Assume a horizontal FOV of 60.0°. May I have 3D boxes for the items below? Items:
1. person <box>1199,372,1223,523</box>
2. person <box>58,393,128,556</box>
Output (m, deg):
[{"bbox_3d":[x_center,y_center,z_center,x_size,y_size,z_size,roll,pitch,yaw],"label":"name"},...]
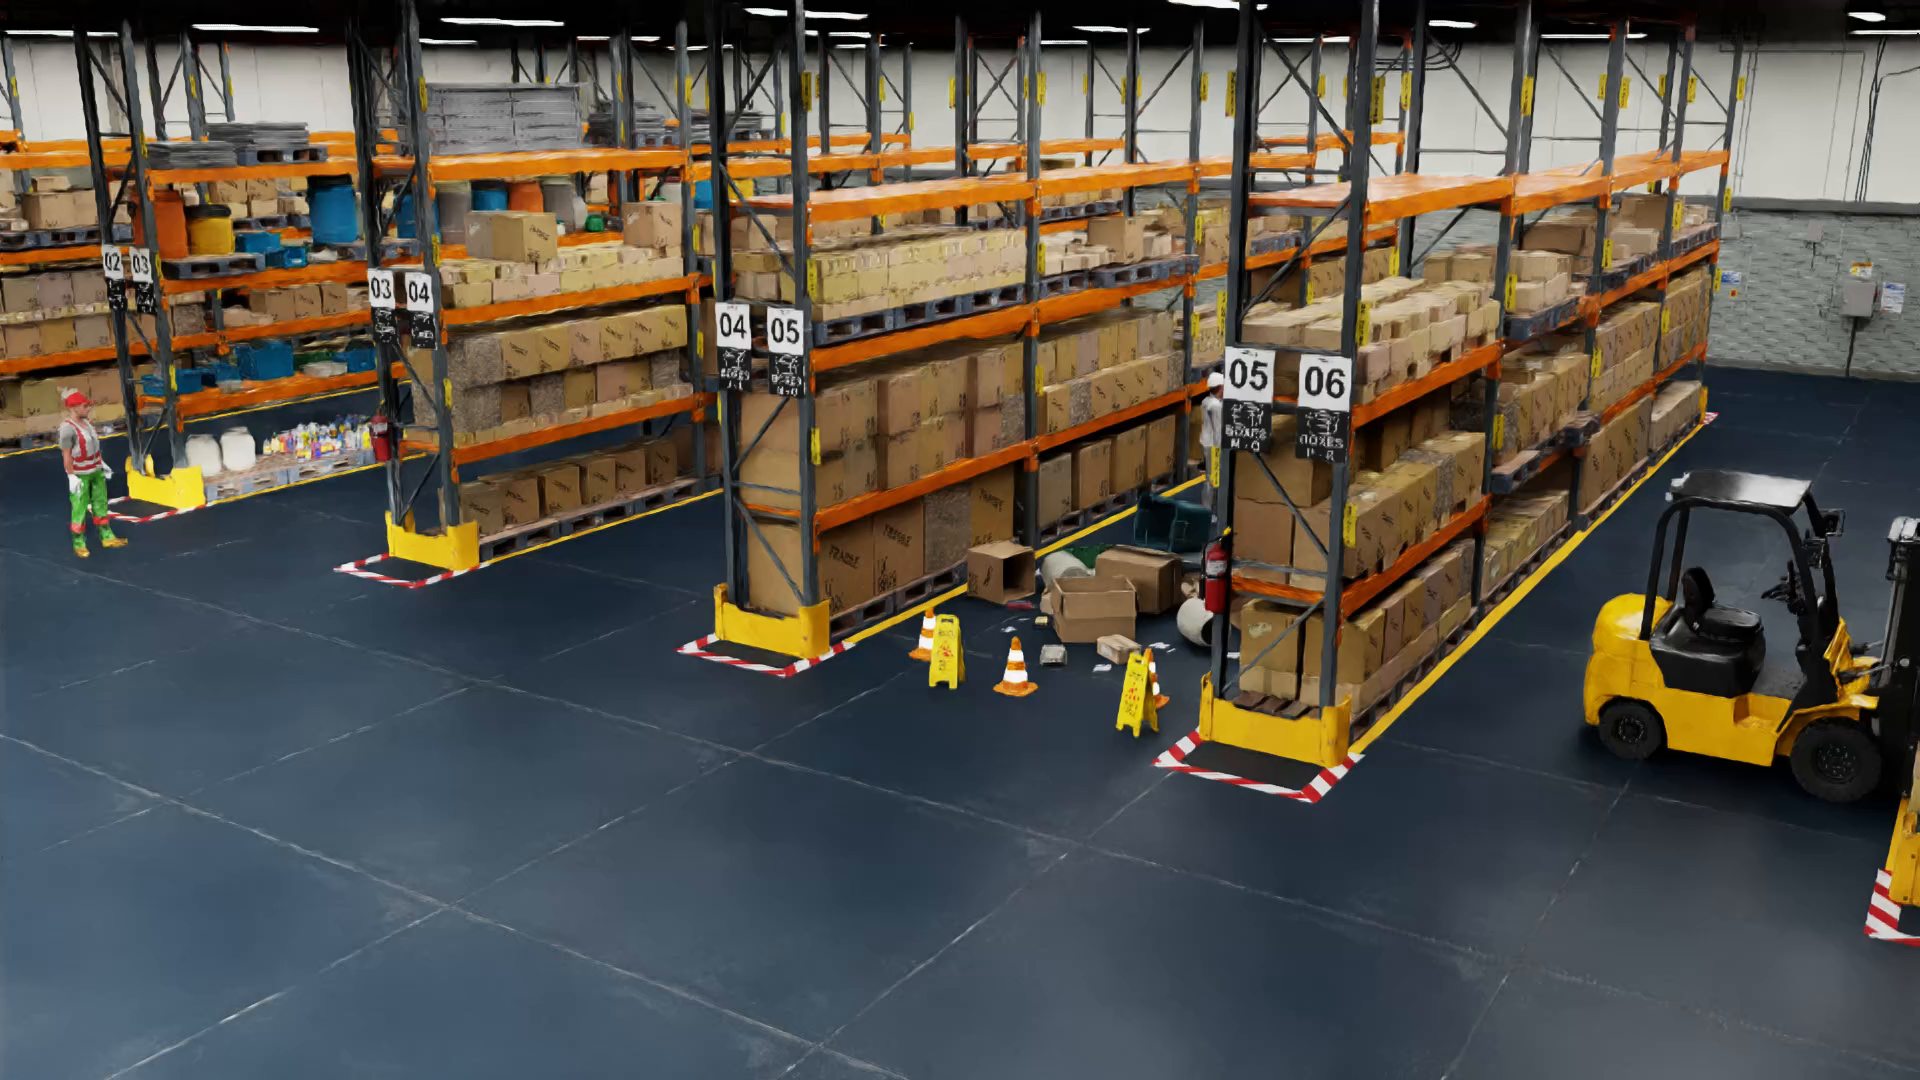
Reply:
[{"bbox_3d":[3.090,-1.122,19.896,0.450,1.776,0.584,0,16,1],"label":"person"},{"bbox_3d":[-9.689,-0.753,18.516,0.462,1.794,0.625,1,16,5],"label":"person"}]
